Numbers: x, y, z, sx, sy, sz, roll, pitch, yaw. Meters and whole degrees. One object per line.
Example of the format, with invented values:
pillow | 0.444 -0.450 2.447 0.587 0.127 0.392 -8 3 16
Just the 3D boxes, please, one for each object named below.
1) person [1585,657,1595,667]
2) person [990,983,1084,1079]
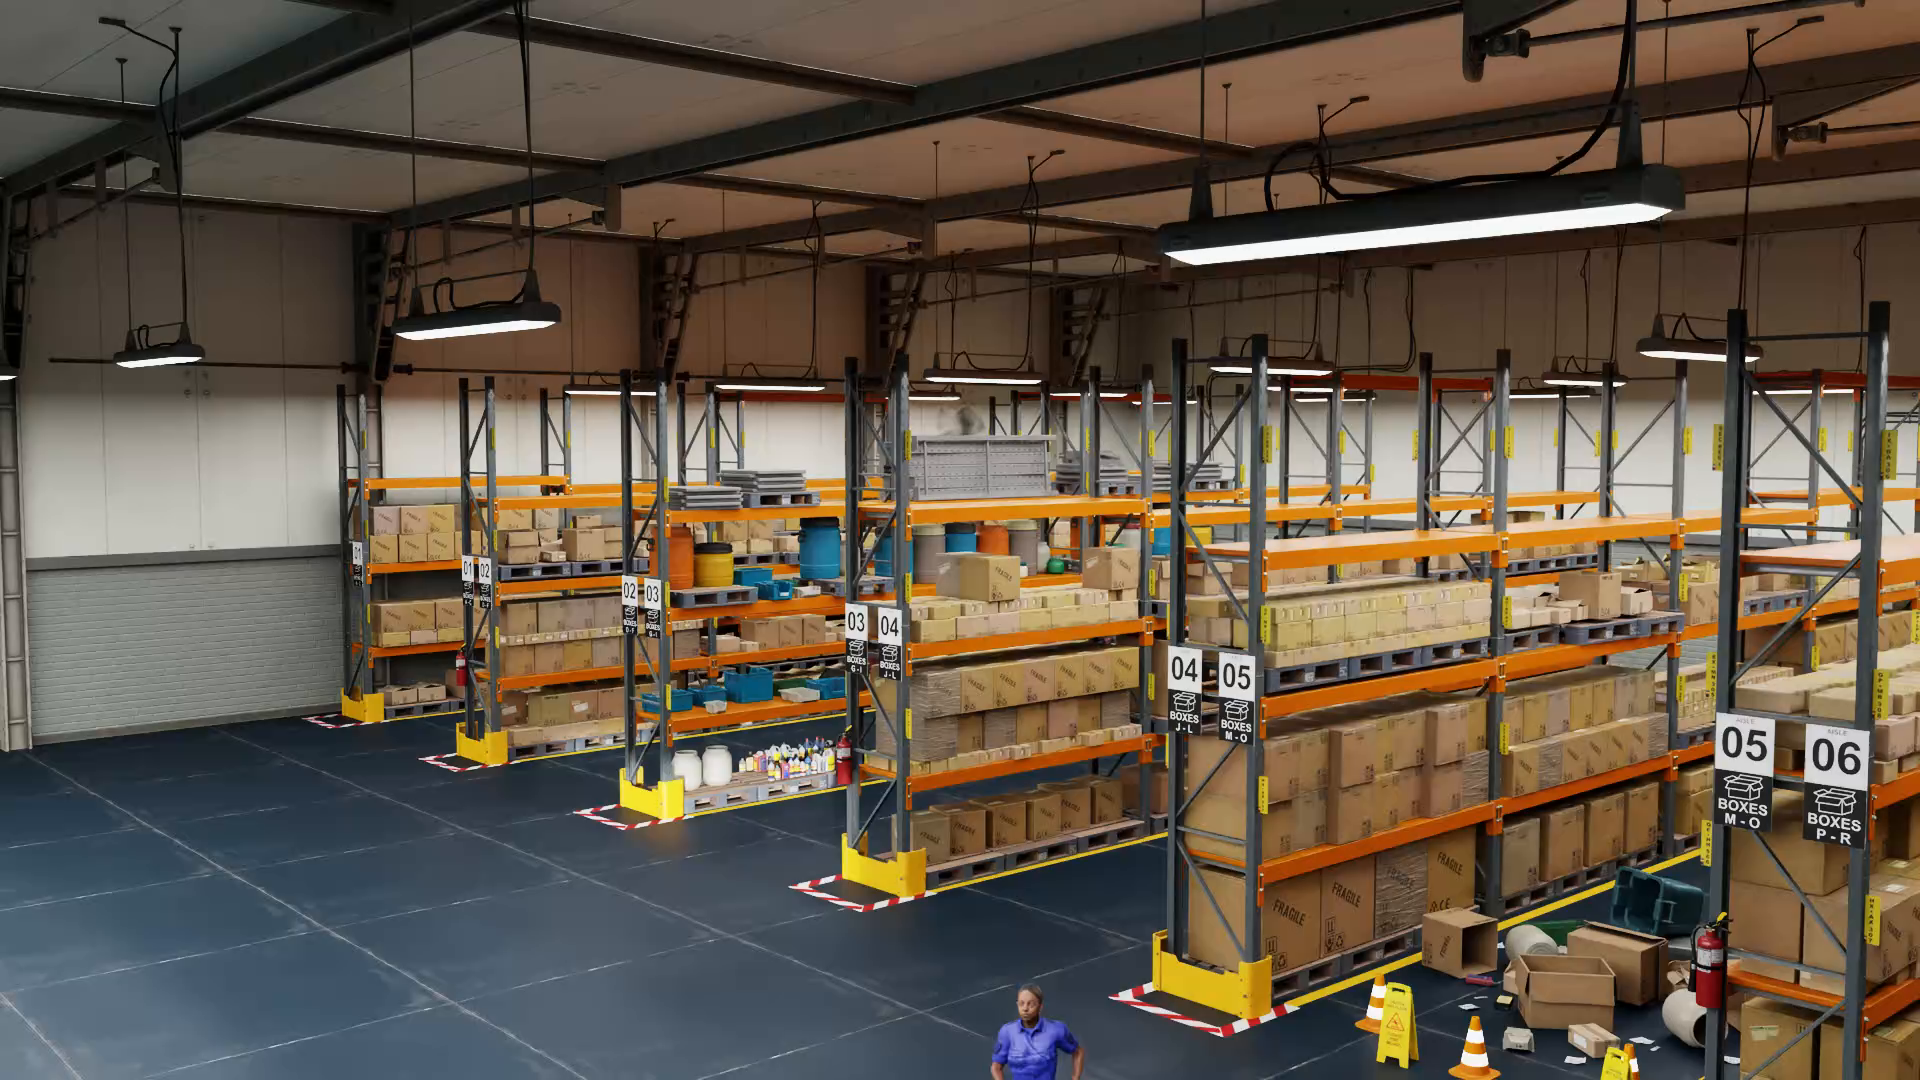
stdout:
person | 9.962 2.575 26.090 0.668 1.759 0.856 4 5 43
person | 0.480 3.656 10.651 0.590 1.615 0.573 1 4 10
